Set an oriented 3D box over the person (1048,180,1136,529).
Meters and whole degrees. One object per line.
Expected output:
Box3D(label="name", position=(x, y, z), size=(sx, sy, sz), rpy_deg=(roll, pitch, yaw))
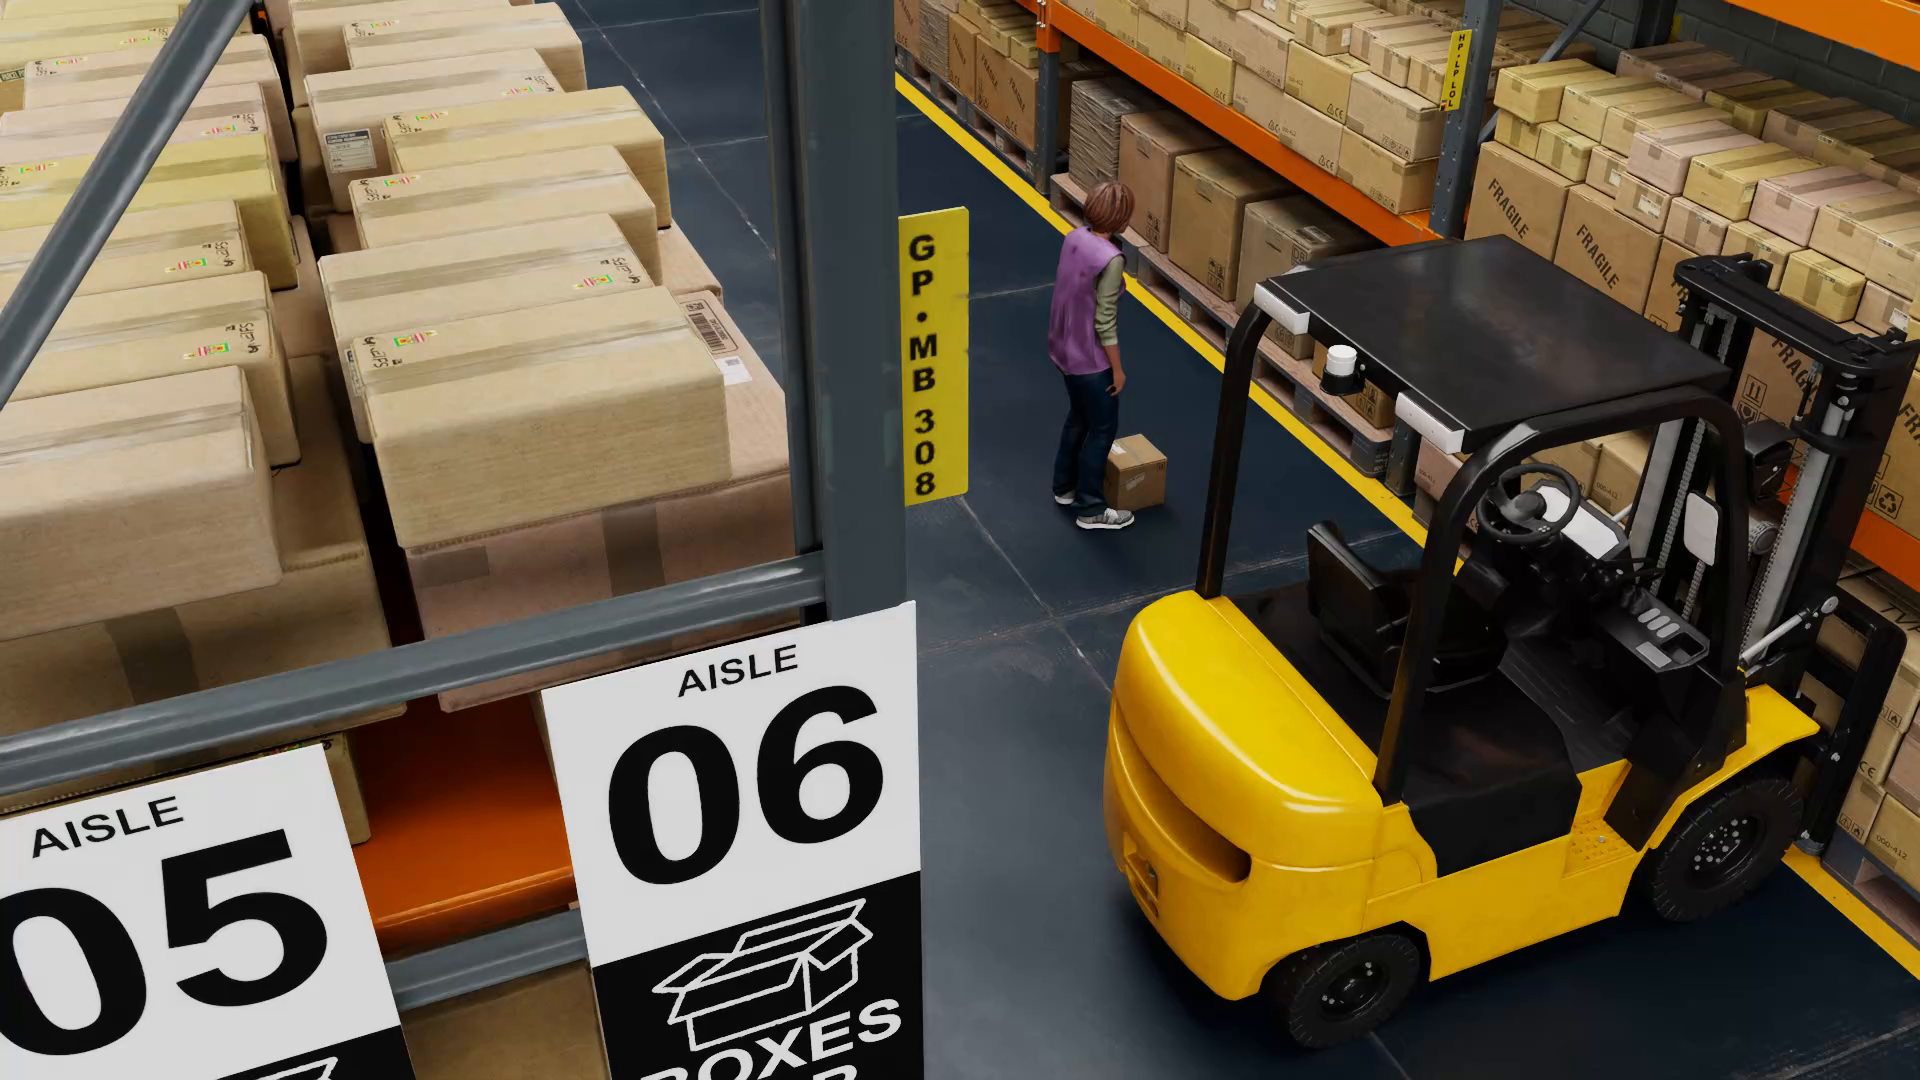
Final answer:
Box3D(label="person", position=(0.579, -0.805, 7.358), size=(0.349, 1.581, 0.467), rpy_deg=(-13, 36, -19))
